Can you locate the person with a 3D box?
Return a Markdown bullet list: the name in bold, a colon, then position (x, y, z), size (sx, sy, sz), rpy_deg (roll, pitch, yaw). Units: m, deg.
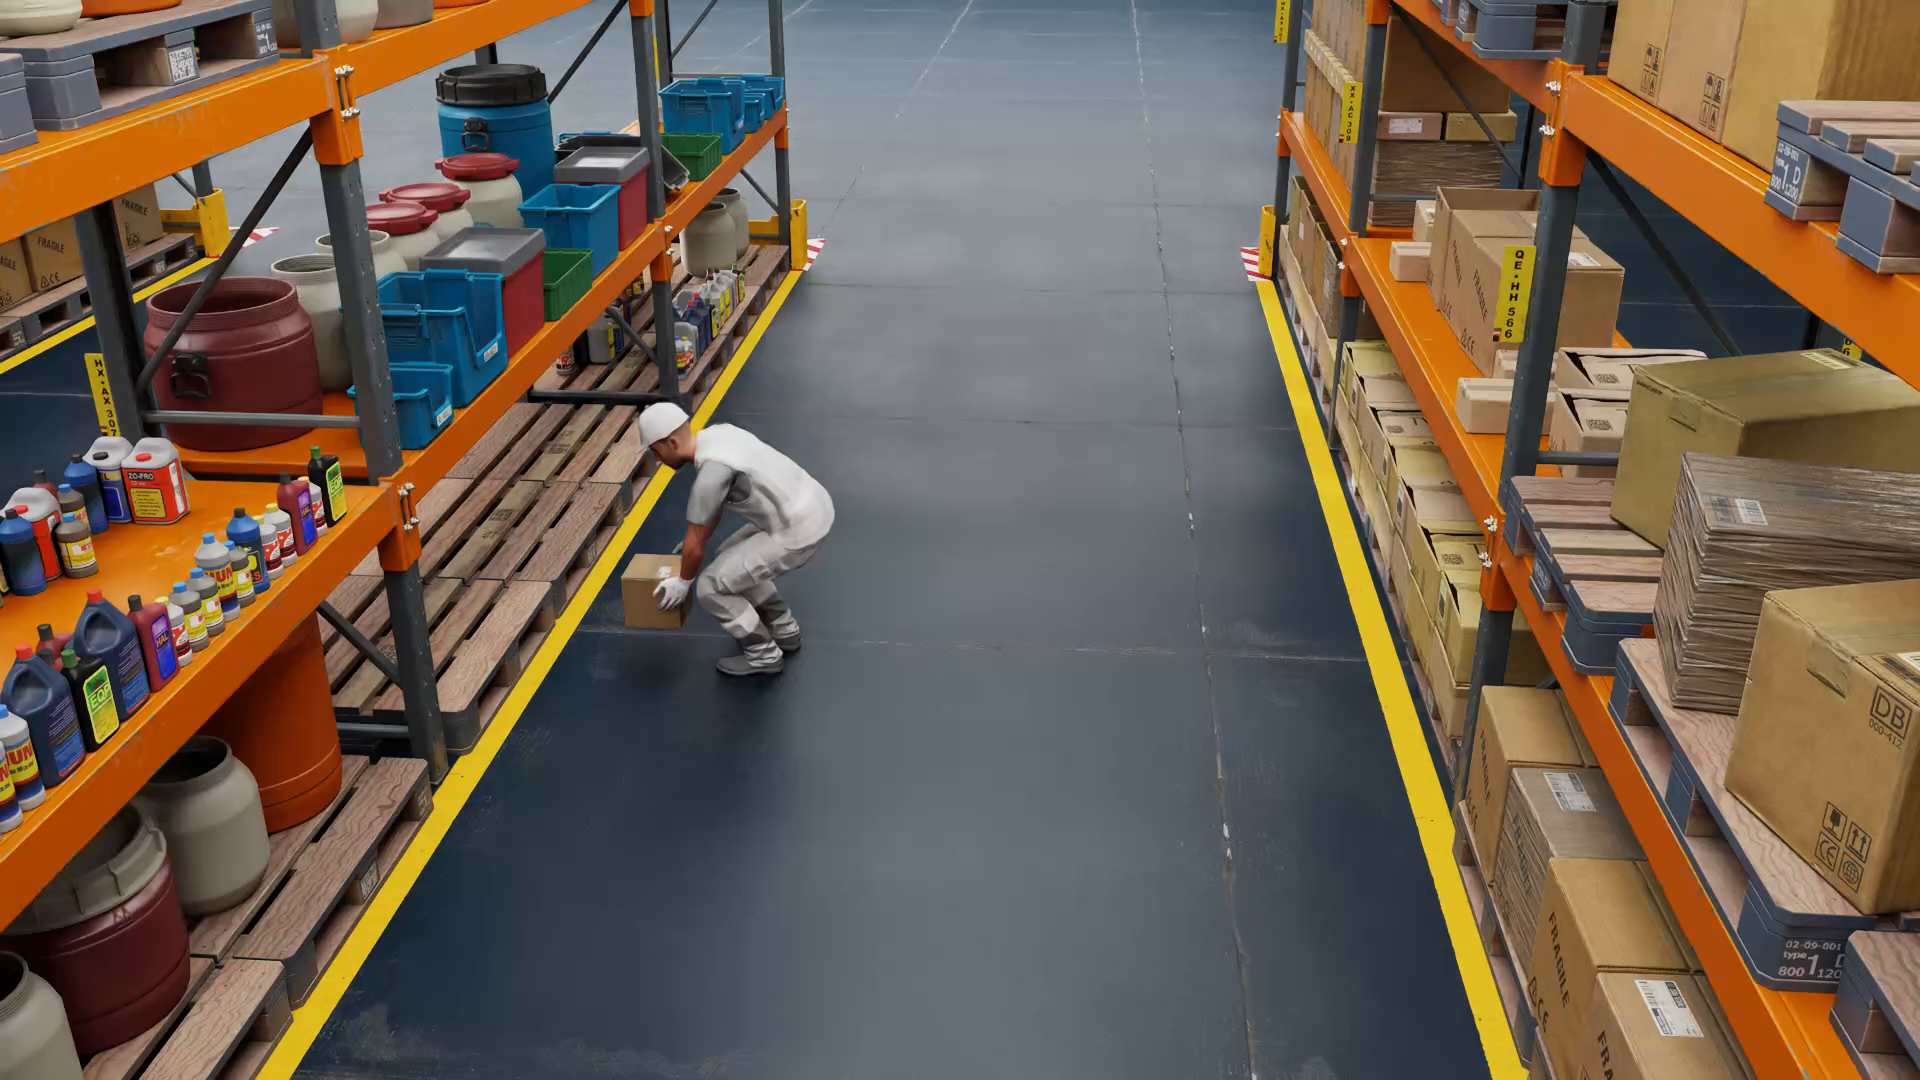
- **person**: position (-0.969, -0.008, 7.263), size (0.833, 1.239, 0.585), rpy_deg (2, 24, 4)
